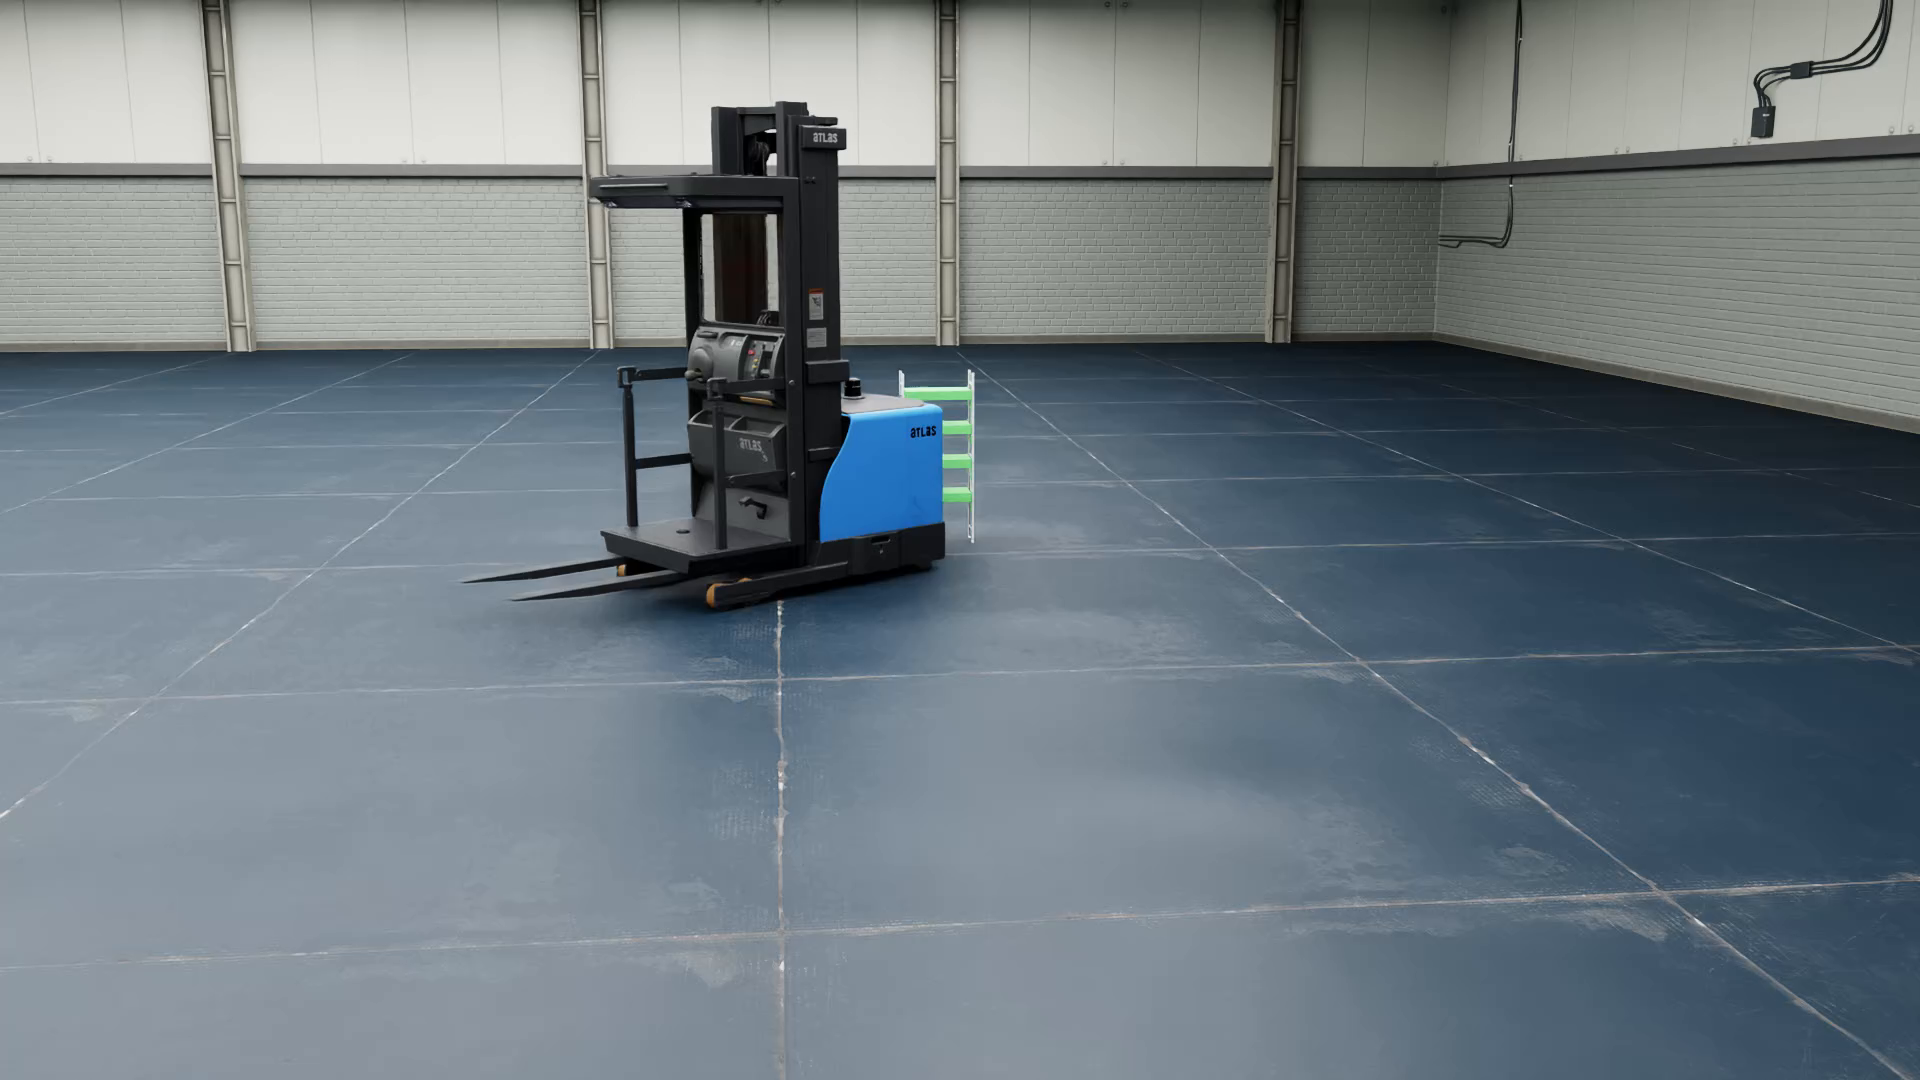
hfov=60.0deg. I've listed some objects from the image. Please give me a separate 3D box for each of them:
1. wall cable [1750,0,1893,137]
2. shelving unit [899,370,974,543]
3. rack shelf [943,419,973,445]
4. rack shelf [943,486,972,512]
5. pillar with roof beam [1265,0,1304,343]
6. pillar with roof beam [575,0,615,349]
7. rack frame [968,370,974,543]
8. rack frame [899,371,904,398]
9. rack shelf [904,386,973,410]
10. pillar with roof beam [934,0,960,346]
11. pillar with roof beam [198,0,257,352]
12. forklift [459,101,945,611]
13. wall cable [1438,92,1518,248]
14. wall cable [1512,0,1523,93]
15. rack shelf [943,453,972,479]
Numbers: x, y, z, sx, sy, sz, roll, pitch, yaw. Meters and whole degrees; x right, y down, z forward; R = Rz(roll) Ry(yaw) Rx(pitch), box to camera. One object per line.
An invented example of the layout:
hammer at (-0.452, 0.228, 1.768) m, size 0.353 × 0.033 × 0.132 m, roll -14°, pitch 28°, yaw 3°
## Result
wall cable at (9.824, -7.649, 18.632) m, size 0.169 × 6.003 × 2.305 m, roll -1°, pitch 11°, yaw -6°
shelving unit at (-0.165, -0.585, 11.735) m, size 0.503 × 1.200 × 0.258 m, roll -1°, pitch 11°, yaw -6°
rack shelf at (-0.165, -0.758, 11.701) m, size 0.480 × 0.148 × 0.258 m, roll -1°, pitch 11°, yaw -6°
rack shelf at (-0.165, -0.287, 11.793) m, size 0.480 × 0.148 × 0.258 m, roll -1°, pitch 11°, yaw -6°
pillar with roof beam at (6.207, -7.168, 25.000) m, size 0.400 × 9.000 × 9.100 m, roll -1°, pitch 11°, yaw -6°
pillar with roof beam at (-5.722, -6.918, 23.729) m, size 0.400 × 9.000 × 9.100 m, roll -1°, pitch 11°, yaw -6°
rack frame at (0.078, -0.590, 11.761) m, size 0.015 × 1.200 × 0.240 m, roll -1°, pitch 11°, yaw -6°
rack frame at (-0.407, -0.580, 11.709) m, size 0.015 × 1.200 × 0.240 m, roll -1°, pitch 11°, yaw -6°
rack shelf at (-0.165, -0.994, 11.654) m, size 0.480 × 0.148 × 0.258 m, roll -1°, pitch 11°, yaw -6°
pillar with roof beam at (0.243, -7.043, 24.365) m, size 0.400 × 9.000 × 9.100 m, roll -1°, pitch 11°, yaw -6°
pillar with roof beam at (-11.687, -6.793, 23.093) m, size 0.400 × 9.000 × 9.100 m, roll -1°, pitch 11°, yaw -6°
forklift at (-1.528, -1.136, 10.046) m, size 3.031 × 2.935 × 1.130 m, roll -10°, pitch 15°, yaw -41°
wall cable at (8.814, -6.278, 28.522) m, size 0.112 × 2.526 × 3.097 m, roll -1°, pitch 11°, yaw -6°
wall cable at (9.106, -8.237, 25.396) m, size 0.112 × 2.526 × 3.097 m, roll -1°, pitch 11°, yaw -6°
rack shelf at (-0.165, -0.523, 11.747) m, size 0.480 × 0.148 × 0.258 m, roll -1°, pitch 11°, yaw -6°
